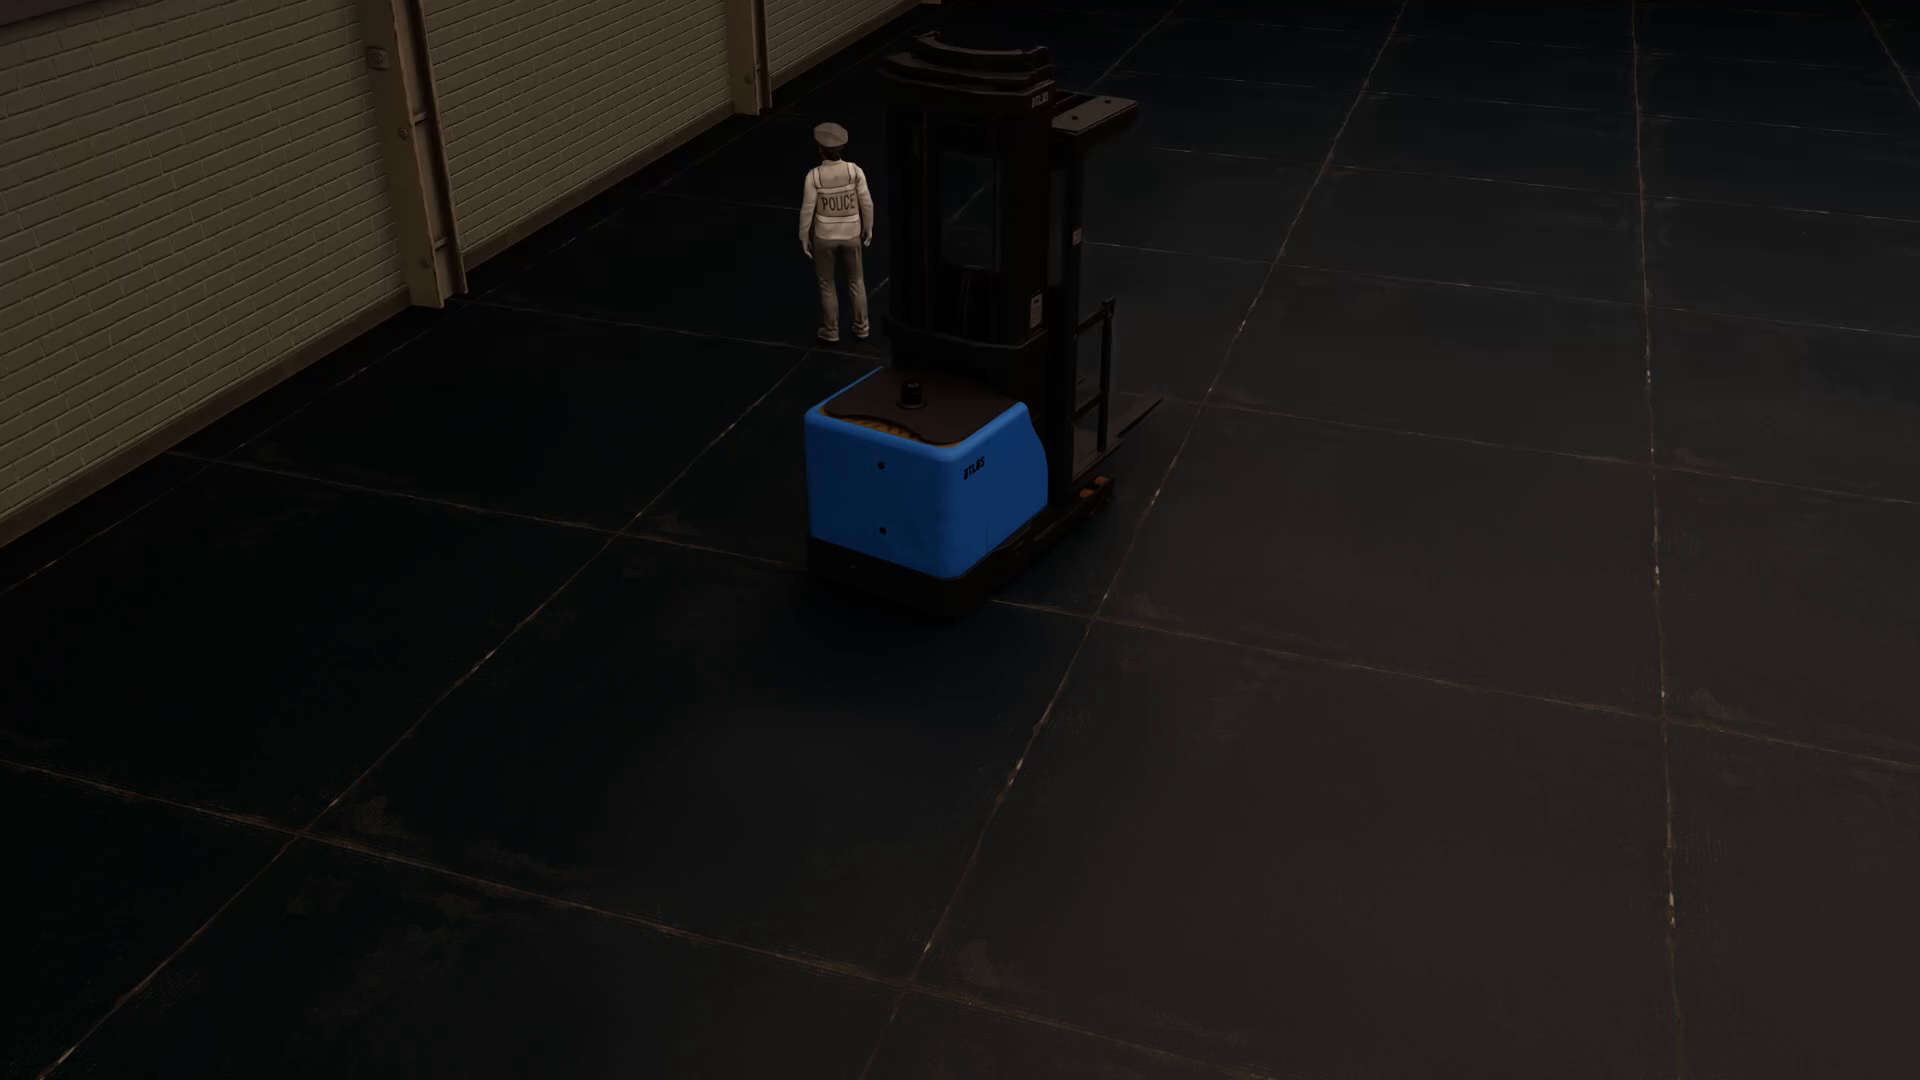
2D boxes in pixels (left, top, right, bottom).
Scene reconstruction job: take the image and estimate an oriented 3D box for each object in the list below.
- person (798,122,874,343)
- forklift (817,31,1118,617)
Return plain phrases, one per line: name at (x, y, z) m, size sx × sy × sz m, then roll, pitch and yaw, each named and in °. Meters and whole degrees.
person at (-0.929, -2.285, 12.394) m, size 0.574 × 1.704 × 0.504 m, roll -8°, pitch 31°, yaw -13°
forklift at (0.224, -1.562, 9.877) m, size 1.130 × 2.935 × 3.031 m, roll 11°, pitch 32°, yaw 19°
